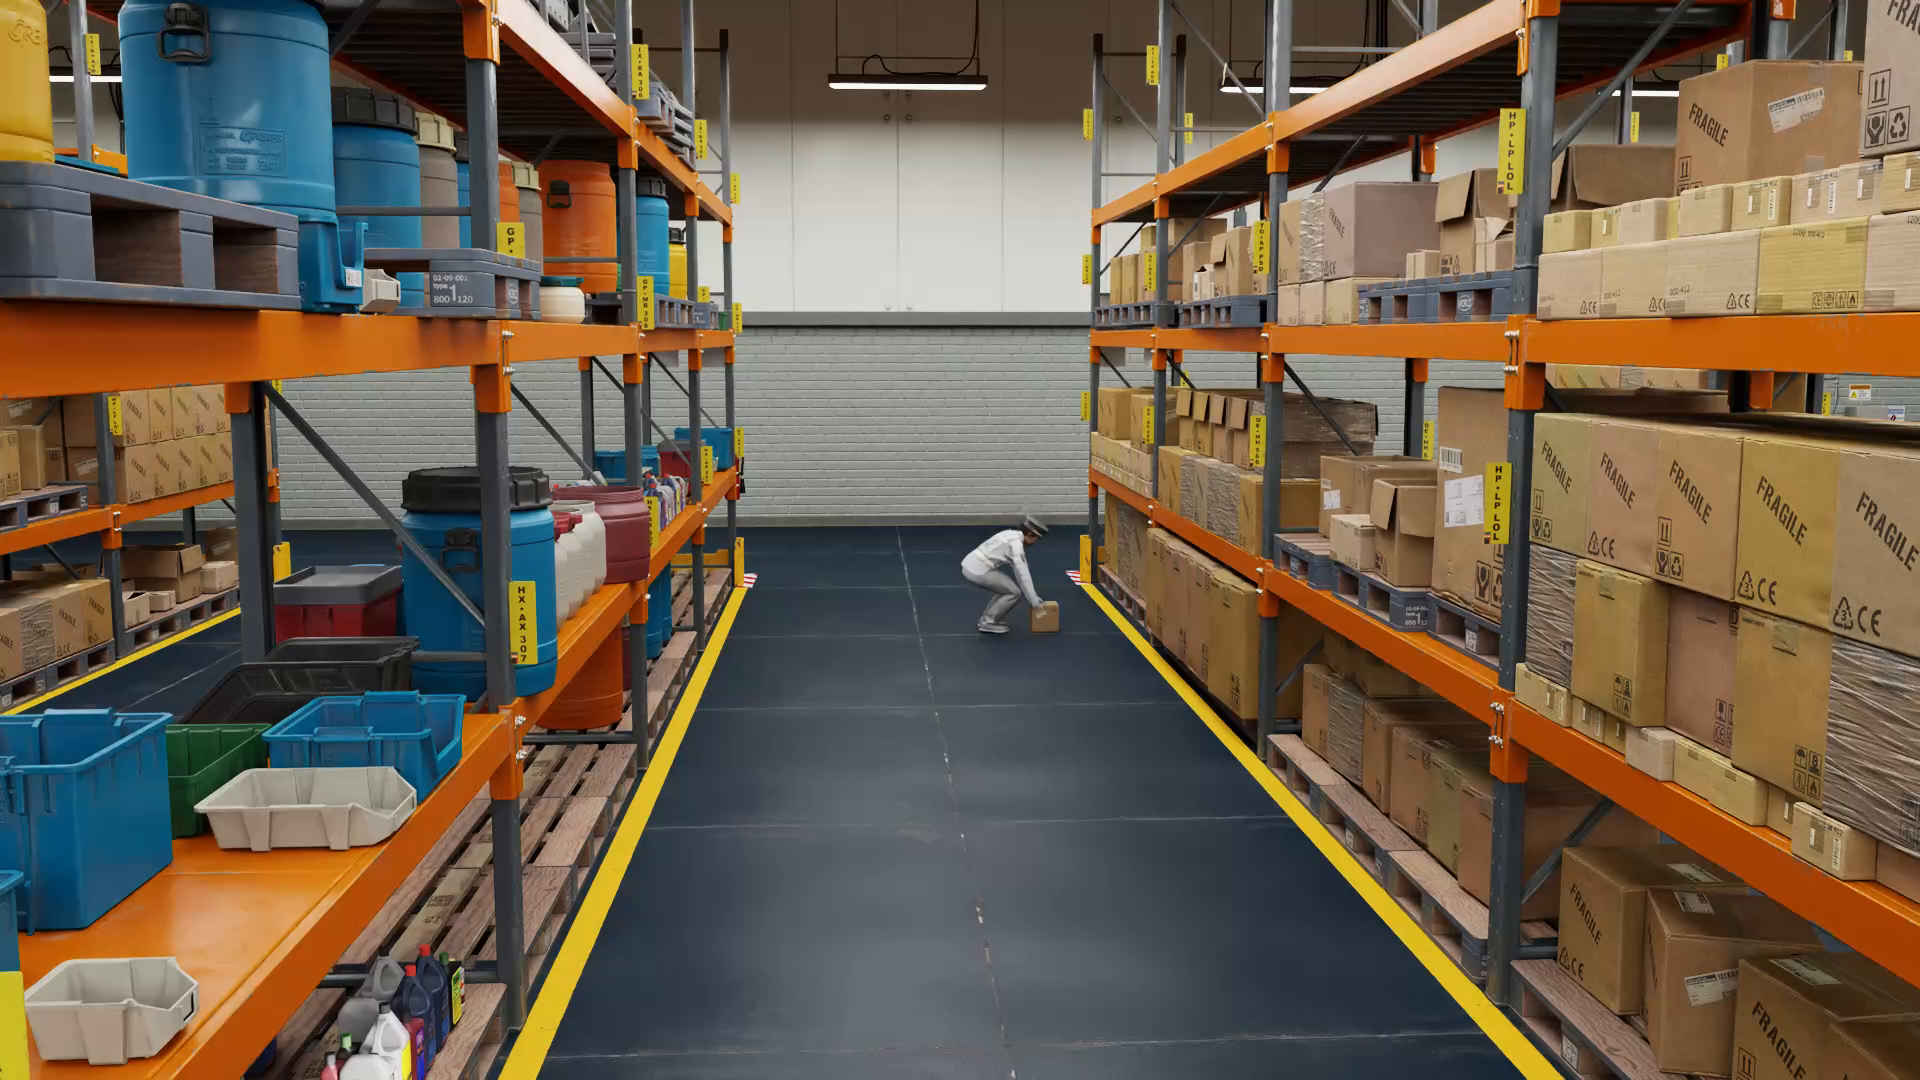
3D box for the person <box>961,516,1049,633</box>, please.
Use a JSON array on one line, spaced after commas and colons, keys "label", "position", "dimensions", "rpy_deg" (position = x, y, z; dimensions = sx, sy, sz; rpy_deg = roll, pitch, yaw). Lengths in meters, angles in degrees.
[{"label": "person", "position": [0.423, 0.316, 15.626], "dimensions": [0.827, 1.072, 0.506], "rpy_deg": [0, 7, -4]}]
